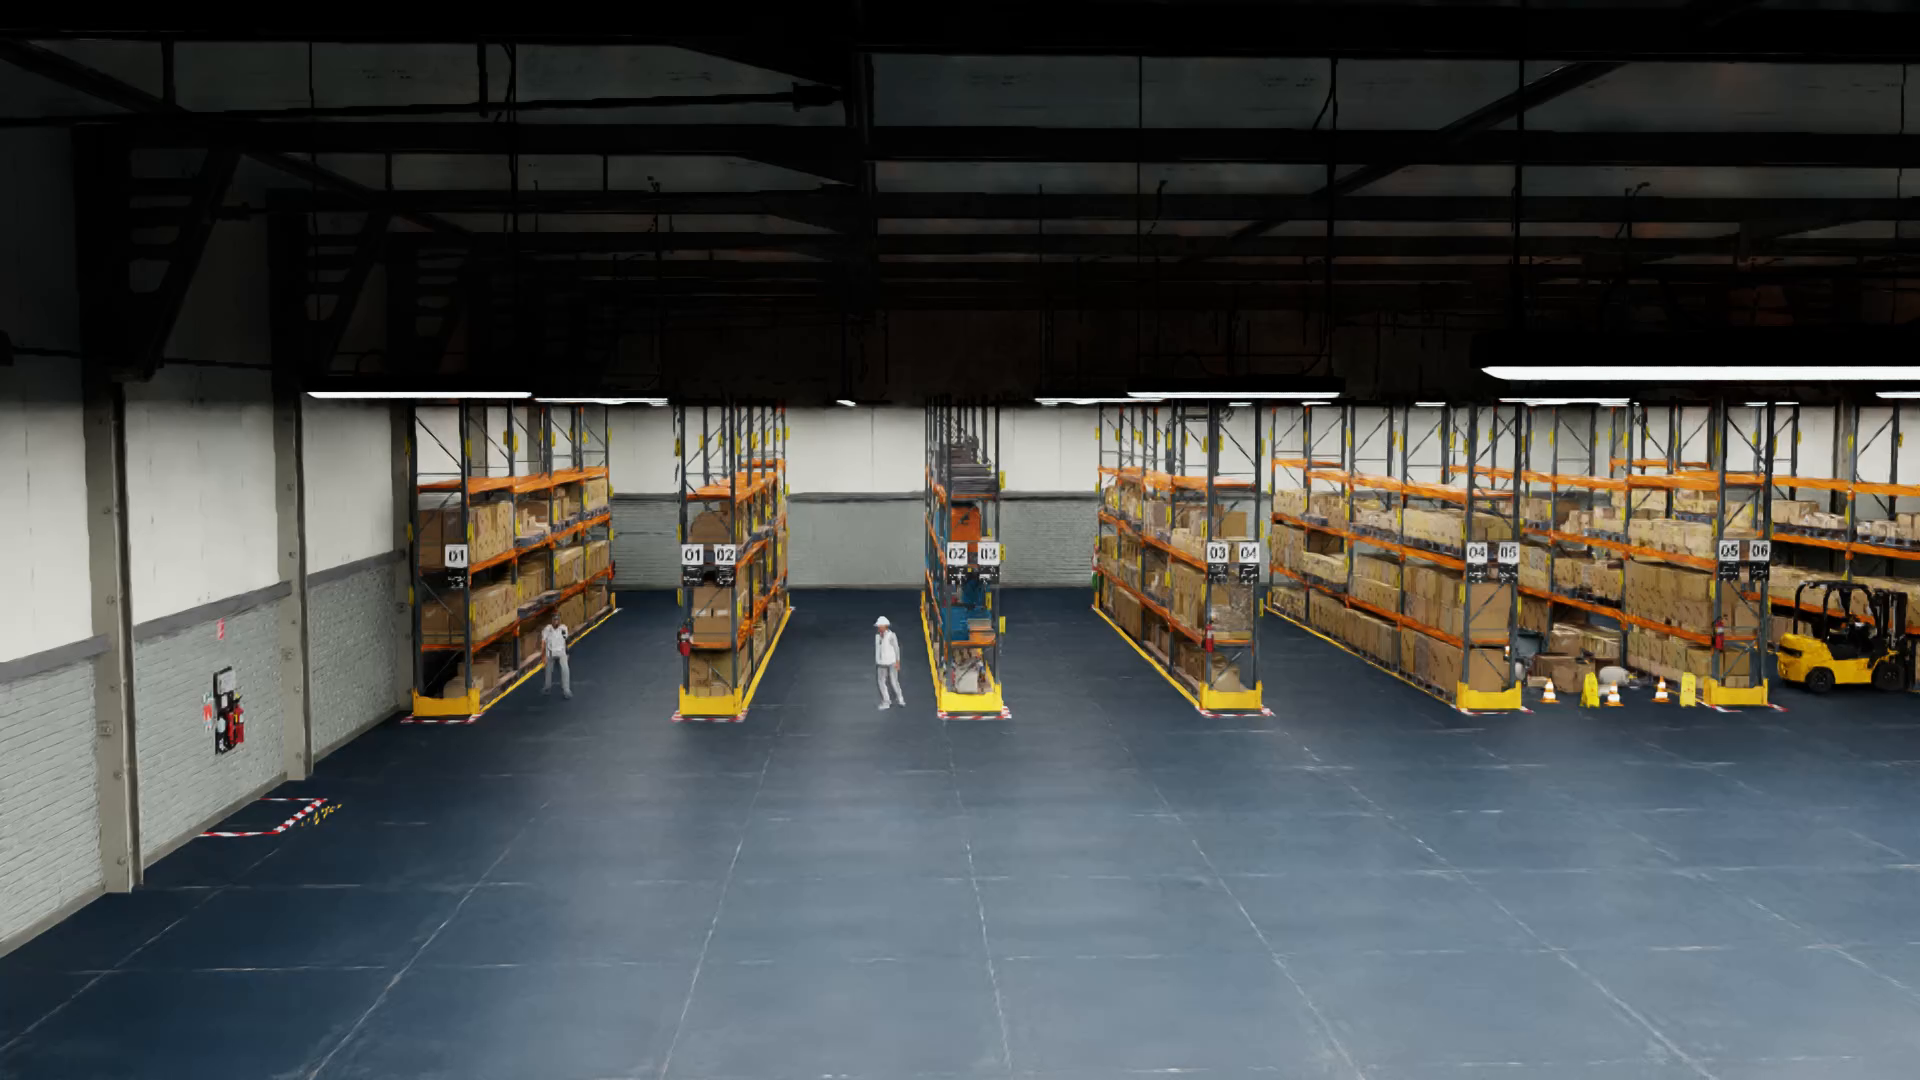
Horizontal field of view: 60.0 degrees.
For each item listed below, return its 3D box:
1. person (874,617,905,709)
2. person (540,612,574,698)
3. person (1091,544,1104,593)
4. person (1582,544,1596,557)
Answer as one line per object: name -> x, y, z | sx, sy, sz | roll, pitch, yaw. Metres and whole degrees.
person -> -1.361, 2.332, 31.848 | 0.570, 1.761, 0.567 | 3, 5, 34
person -> -8.029, 2.265, 33.025 | 0.585, 1.712, 0.976 | -2, 5, -25
person -> 4.166, 0.957, 49.195 | 0.583, 1.774, 0.579 | 3, 5, 33
person -> 19.042, 0.938, 50.191 | 0.685, 1.649, 0.518 | -3, 5, -30
